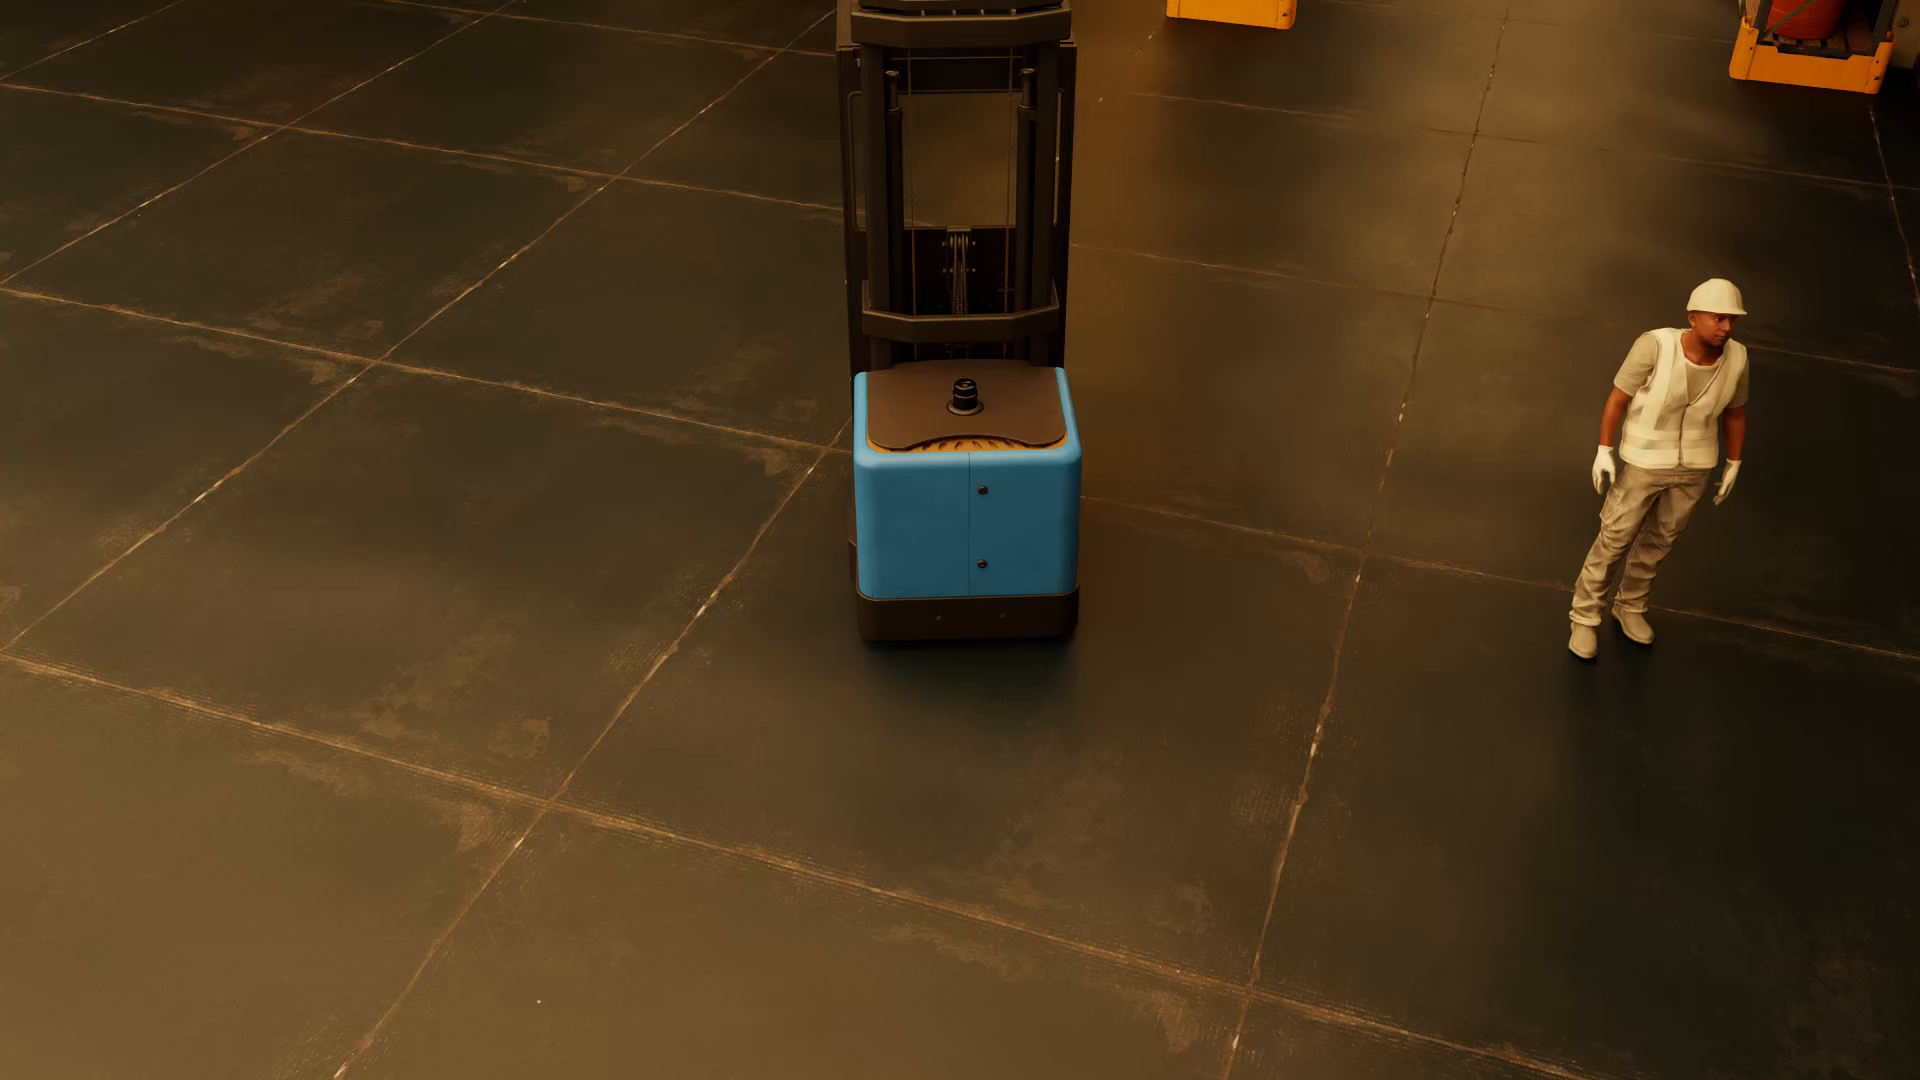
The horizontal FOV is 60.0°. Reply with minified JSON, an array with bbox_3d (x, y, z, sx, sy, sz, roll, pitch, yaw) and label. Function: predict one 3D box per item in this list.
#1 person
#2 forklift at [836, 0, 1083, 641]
[{"bbox_3d":[3.211,-0.309,7.526,0.656,1.781,0.579,1,35,2],"label":"person"},{"bbox_3d":[-0.029,-1.547,8.293,1.130,2.935,3.031,-2,35,-2],"label":"forklift"}]
